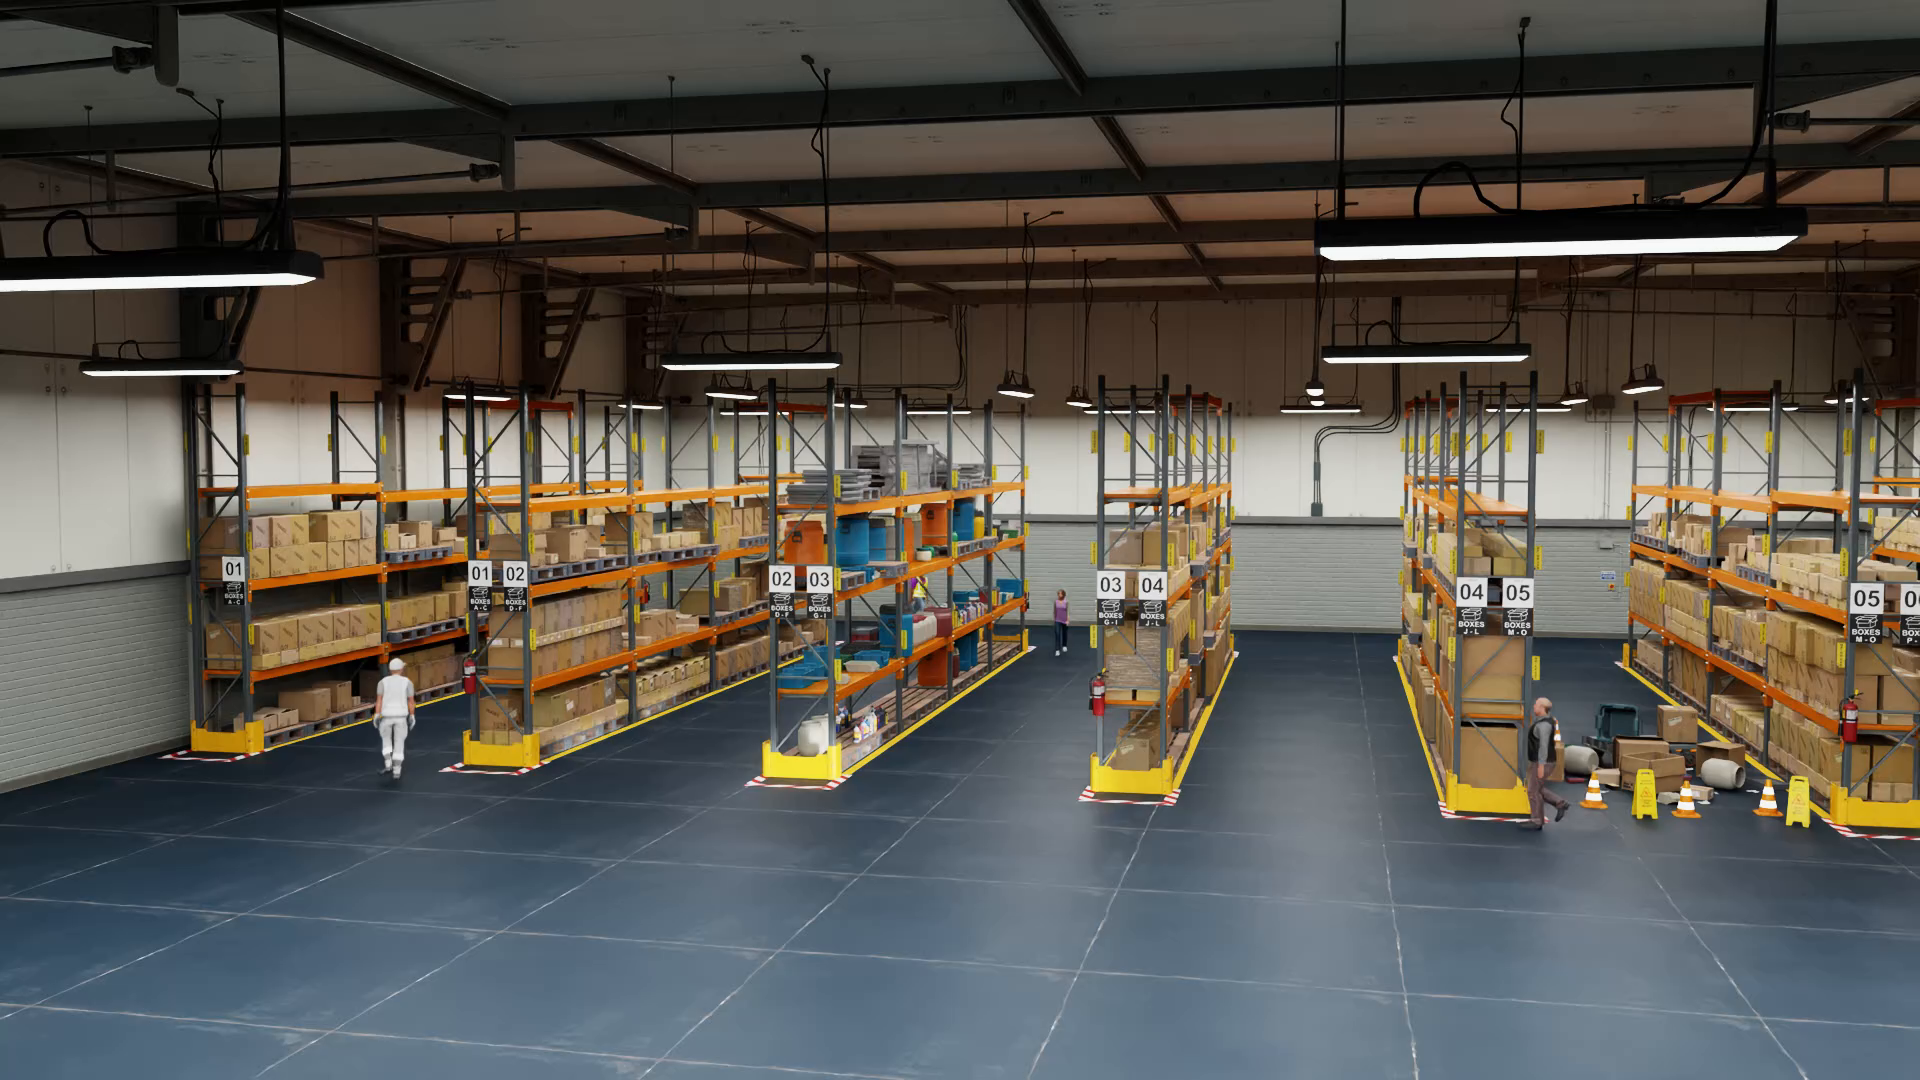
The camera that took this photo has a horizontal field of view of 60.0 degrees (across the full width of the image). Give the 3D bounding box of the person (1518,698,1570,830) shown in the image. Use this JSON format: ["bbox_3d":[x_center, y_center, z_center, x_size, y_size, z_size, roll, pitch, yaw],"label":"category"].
[{"bbox_3d":[7.605,2.899,21.583,0.664,1.708,0.537,1,3,11],"label":"person"}]

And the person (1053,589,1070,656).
[{"bbox_3d":[2.418,1.945,39.585,0.418,1.538,0.972,0,3,6],"label":"person"}]

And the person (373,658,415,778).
[{"bbox_3d":[-8.506,2.677,25.016,0.597,1.786,0.542,-1,3,-17],"label":"person"}]

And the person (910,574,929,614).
[{"bbox_3d":[-1.095,1.555,45.481,1.125,1.710,0.542,2,4,30],"label":"person"}]
